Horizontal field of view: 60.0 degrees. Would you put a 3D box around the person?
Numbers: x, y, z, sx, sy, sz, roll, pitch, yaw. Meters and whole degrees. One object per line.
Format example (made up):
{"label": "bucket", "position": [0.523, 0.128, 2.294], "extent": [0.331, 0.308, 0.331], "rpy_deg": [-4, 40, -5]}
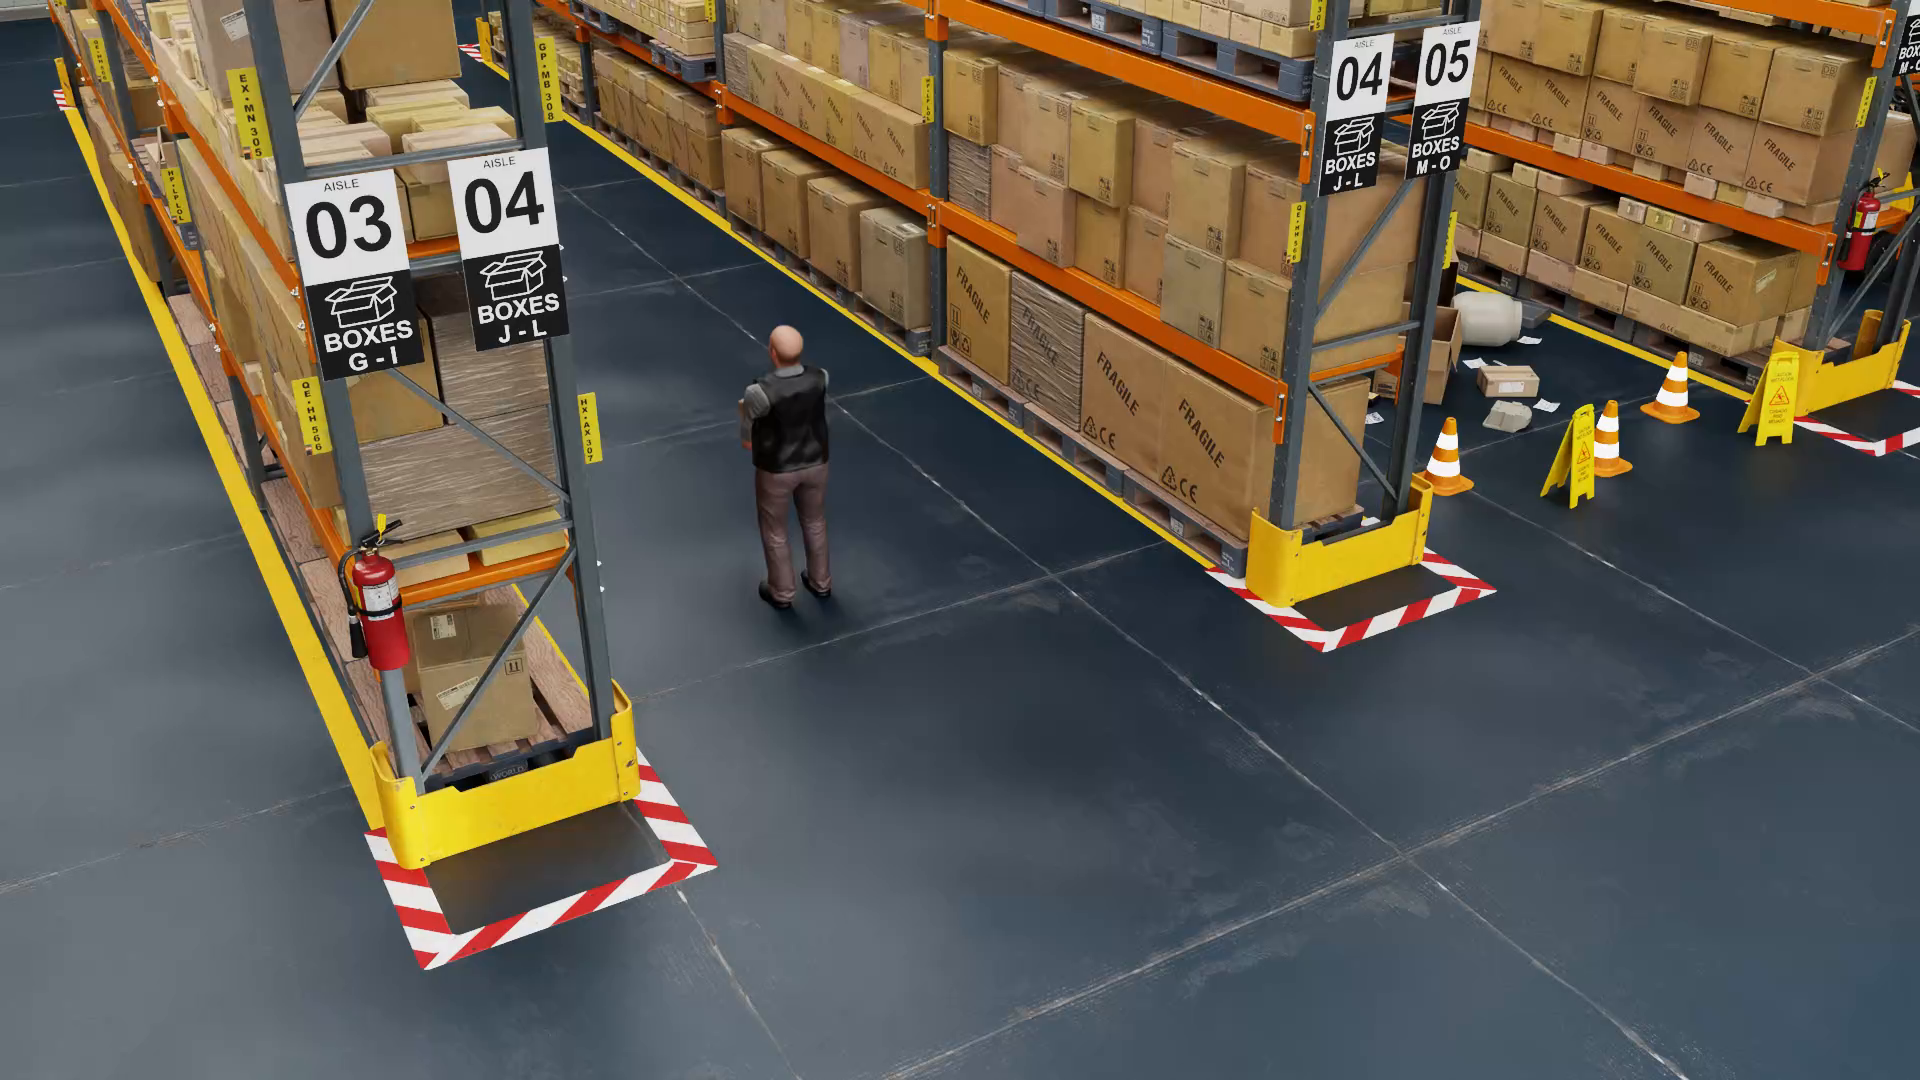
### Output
{"label": "person", "position": [-1.006, -0.451, 9.415], "extent": [0.498, 1.716, 0.550], "rpy_deg": [-16, 33, -26]}
